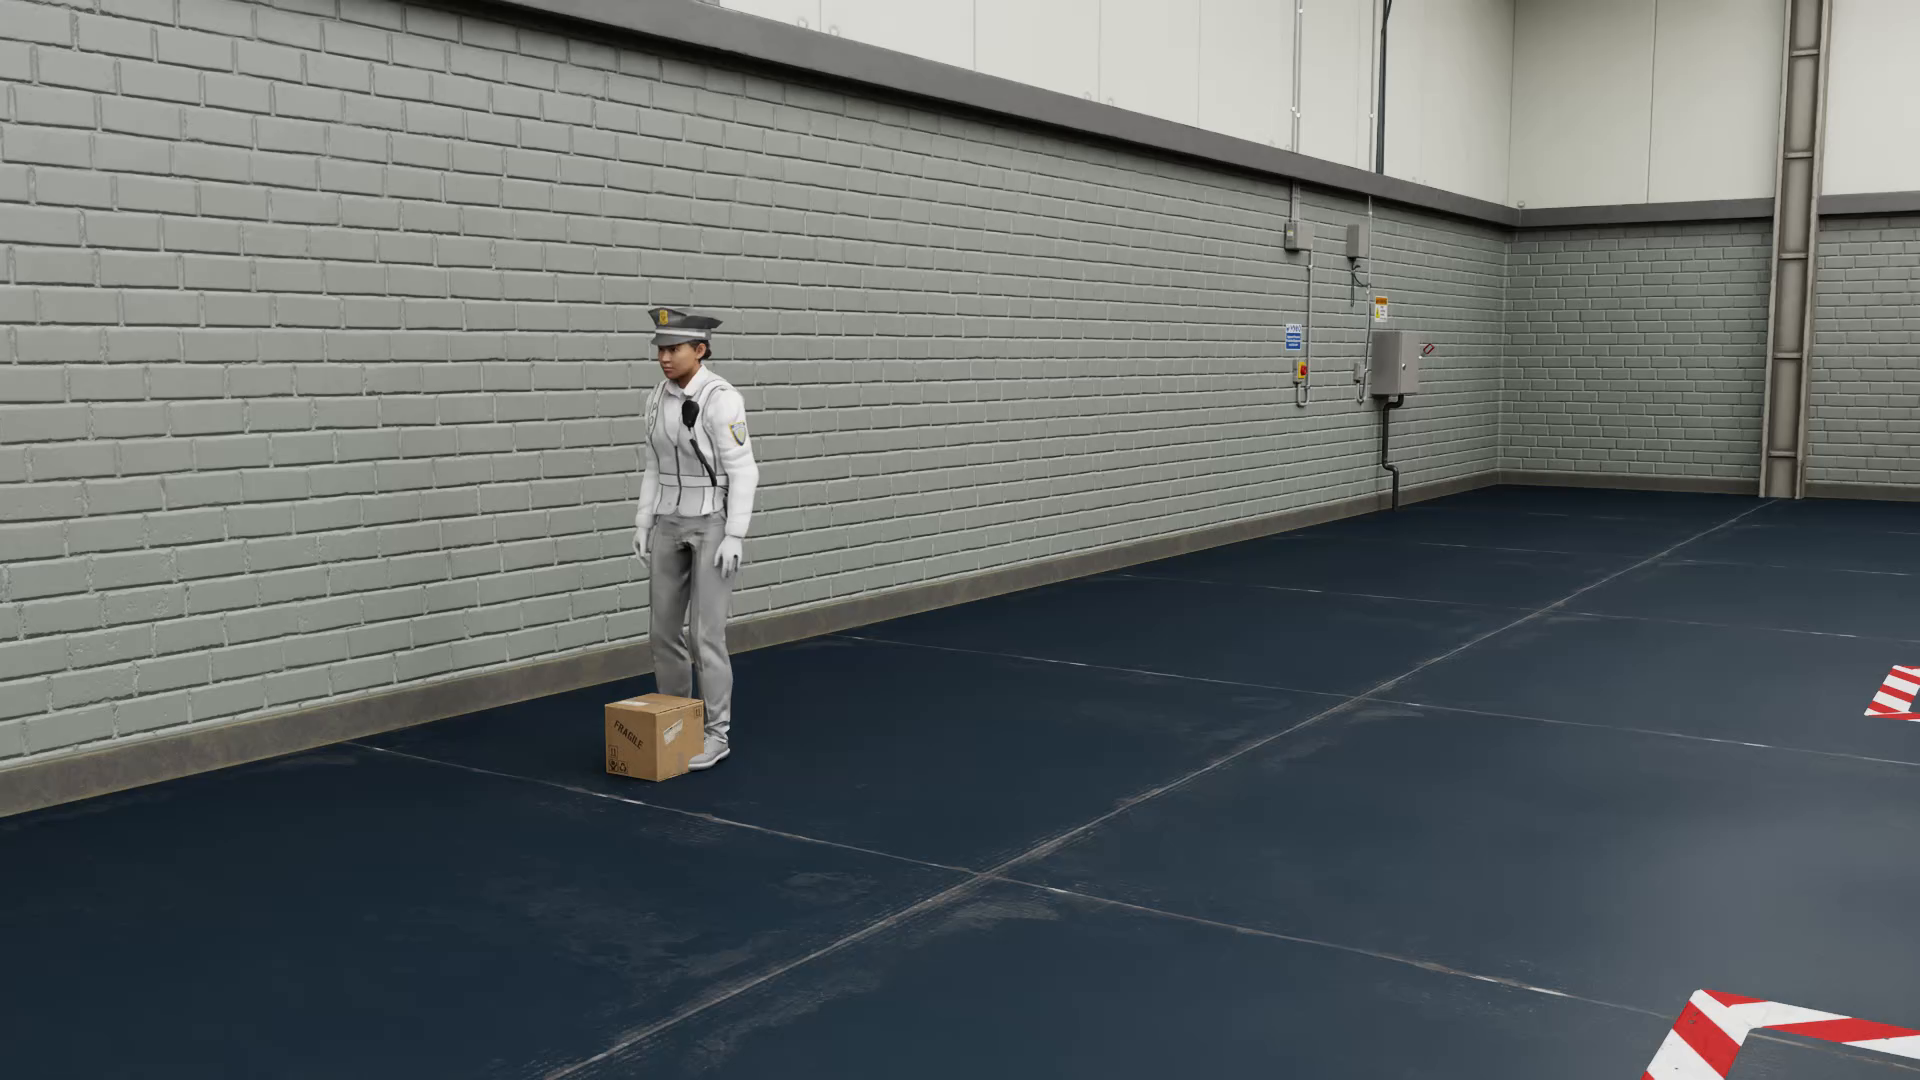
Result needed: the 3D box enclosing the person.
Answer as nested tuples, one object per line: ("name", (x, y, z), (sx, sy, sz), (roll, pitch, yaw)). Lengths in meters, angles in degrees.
("person", (-0.988, -0.014, 6.114), (0.529, 1.664, 0.403), (4, 8, 34))
